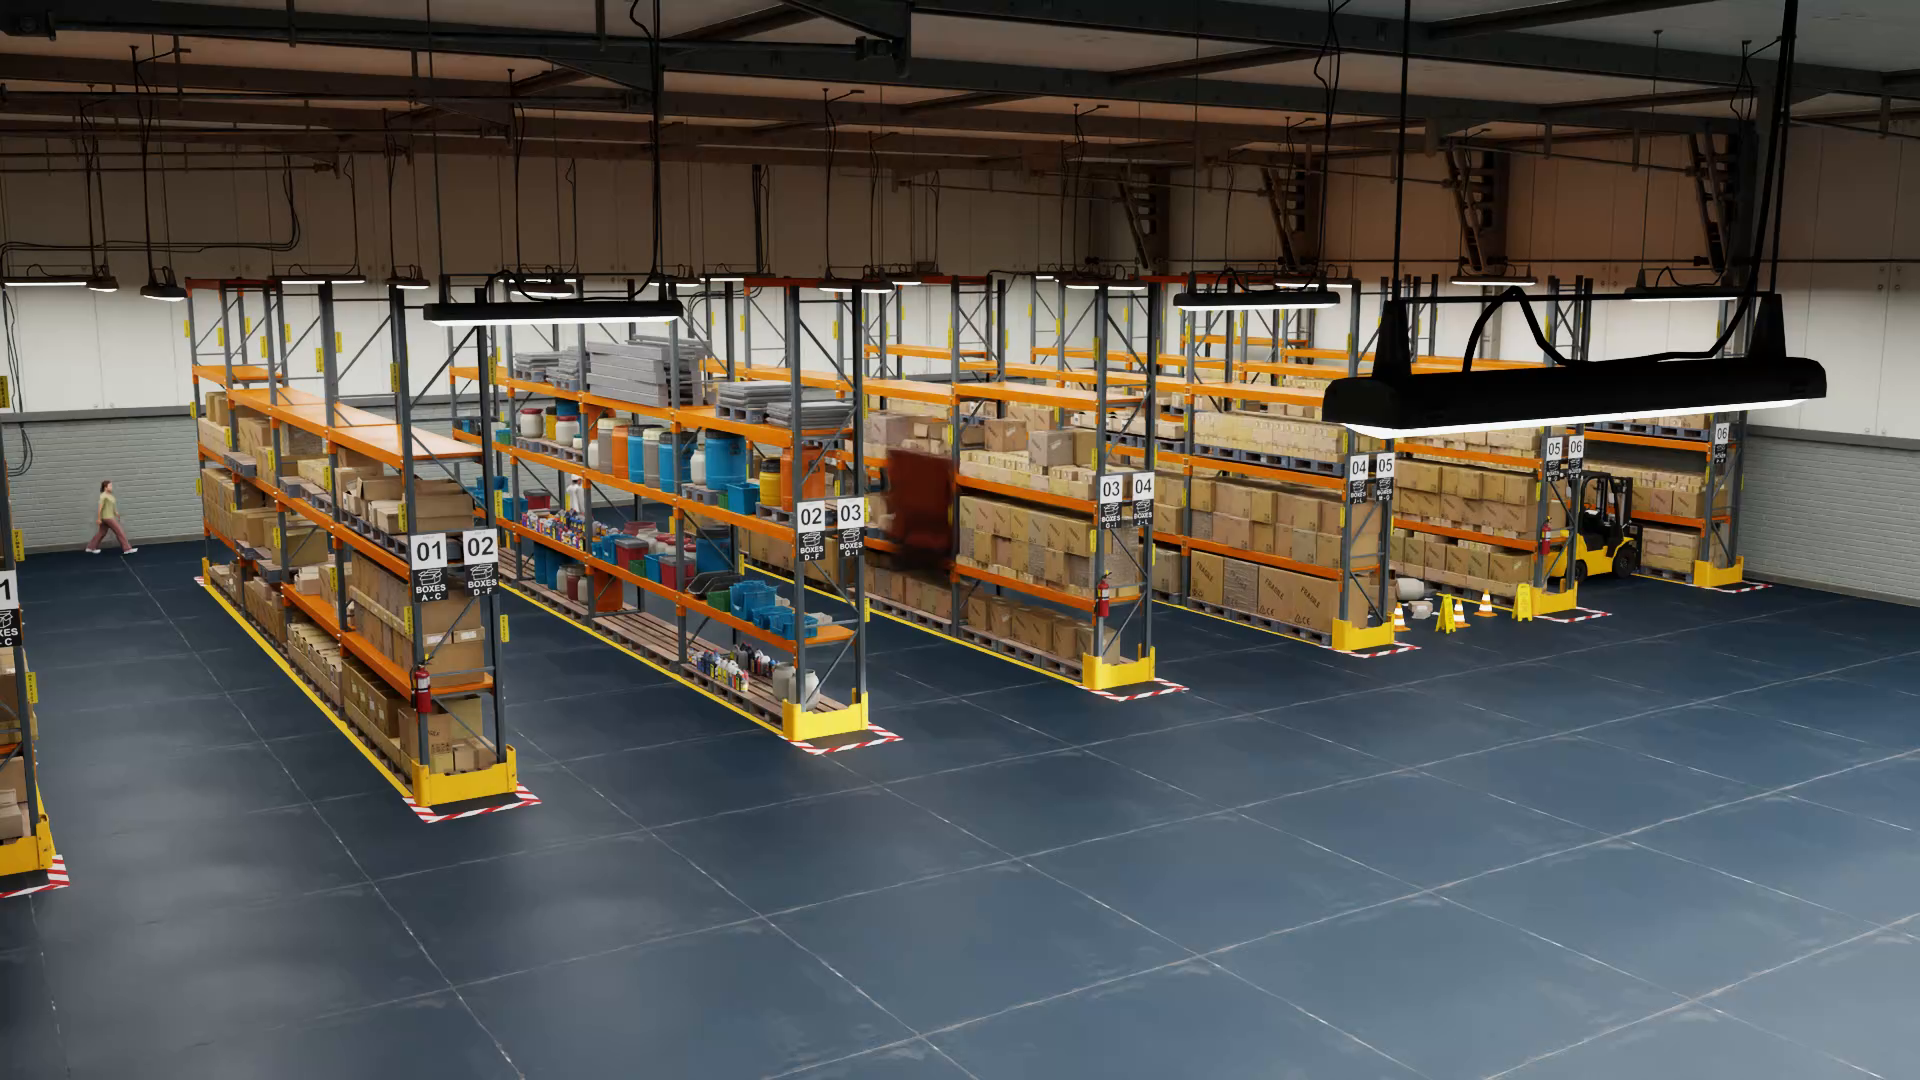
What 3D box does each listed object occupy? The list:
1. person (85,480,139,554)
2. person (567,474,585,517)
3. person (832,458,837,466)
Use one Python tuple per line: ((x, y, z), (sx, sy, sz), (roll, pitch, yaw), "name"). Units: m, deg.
((-18.410, -0.488, 35.983), (1.051, 1.621, 0.433), (-4, 10, -22), "person")
((-8.348, -0.606, 36.303), (0.568, 1.784, 0.418), (8, 12, 39), "person")
((-3.314, -1.759, 43.684), (0.765, 1.564, 0.416), (0, 10, 0), "person")
